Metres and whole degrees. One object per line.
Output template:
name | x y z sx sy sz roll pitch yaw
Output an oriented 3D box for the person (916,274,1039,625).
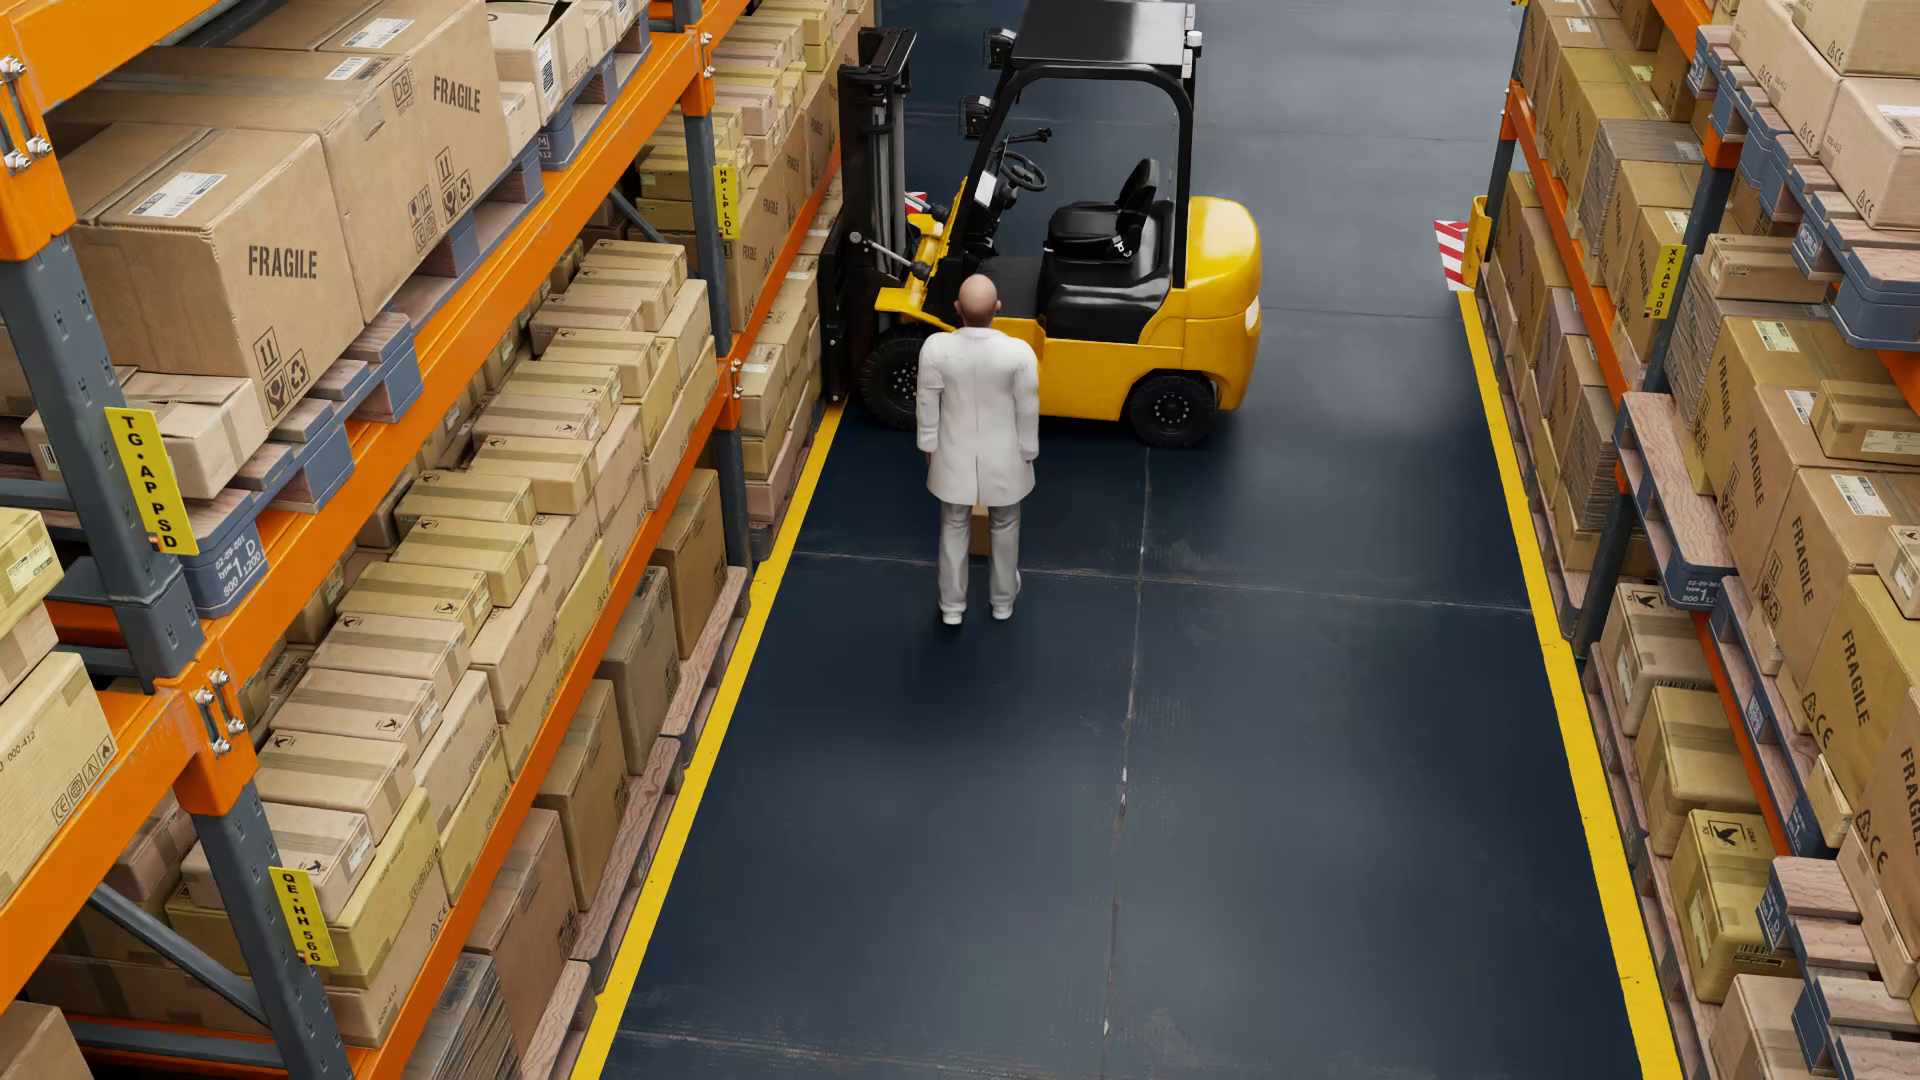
person | 0.083 -0.412 7.650 0.563 1.804 0.466 5 36 7
